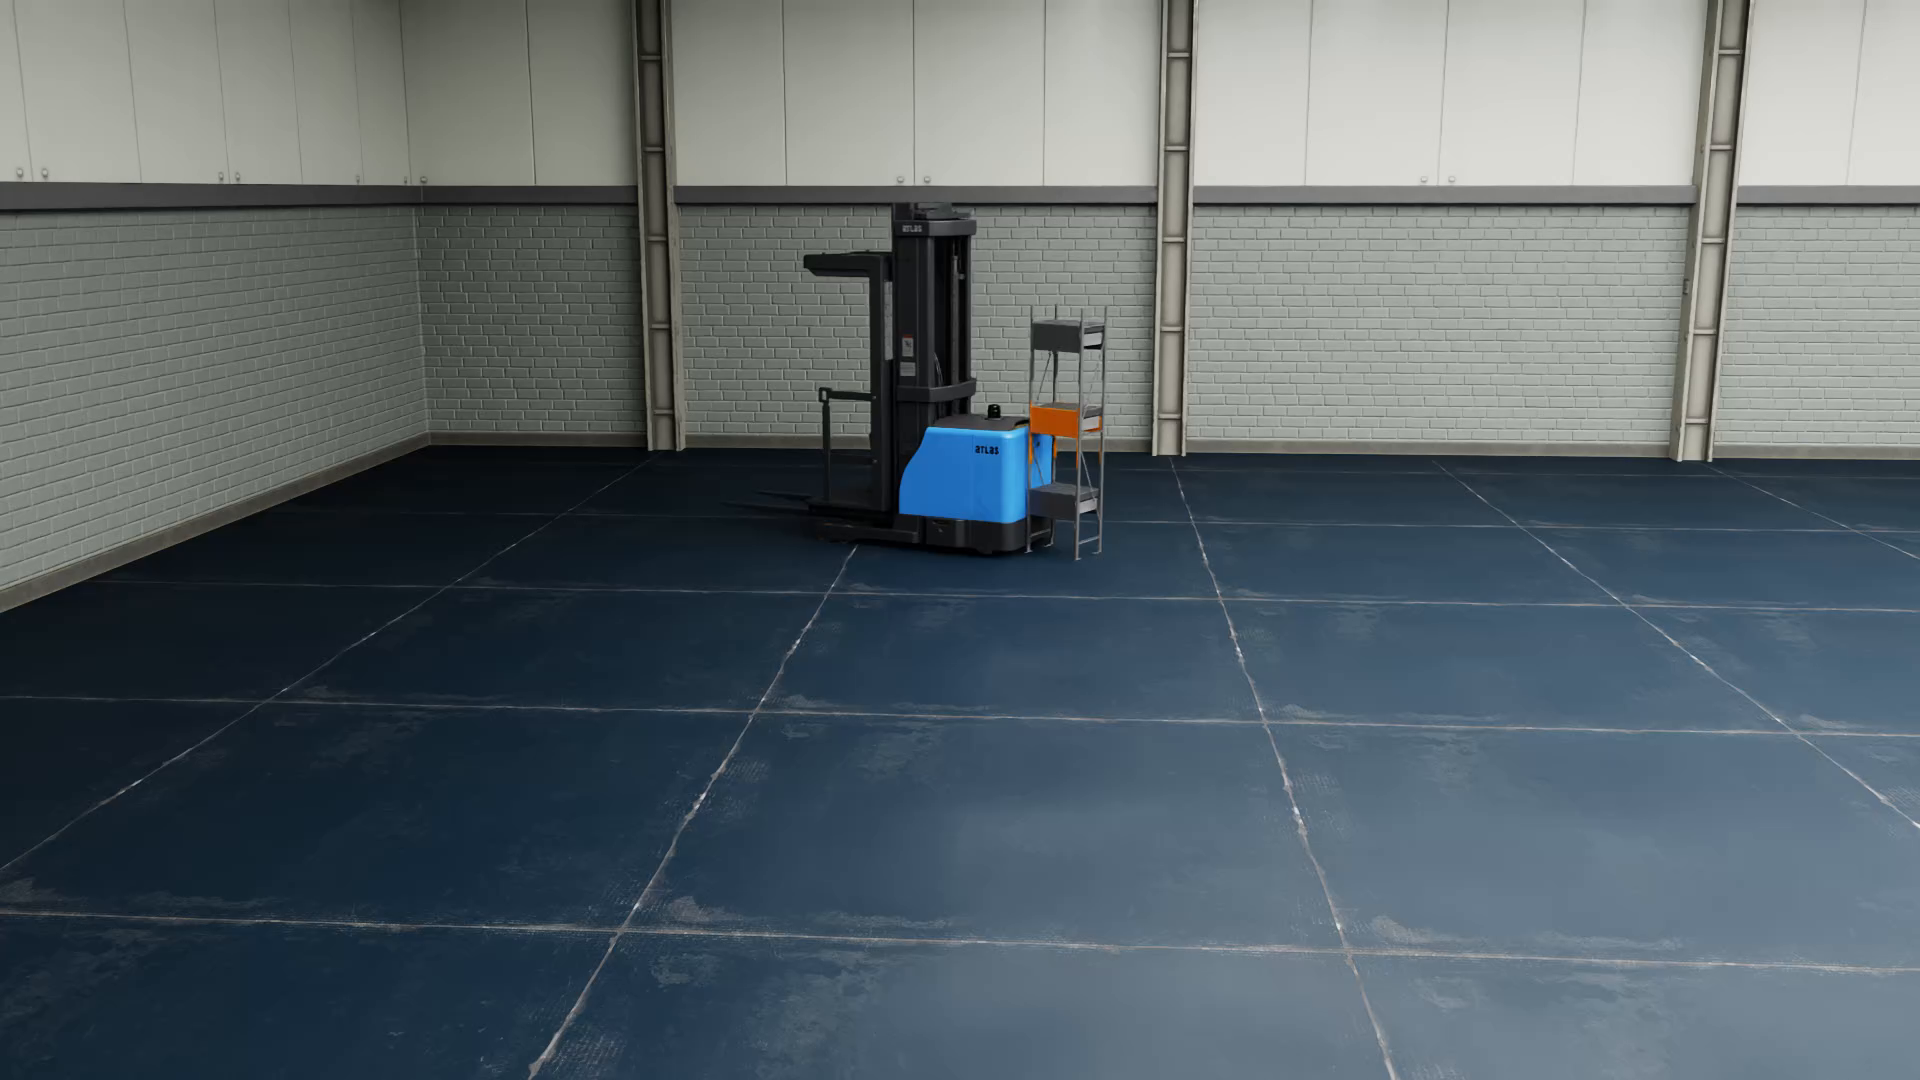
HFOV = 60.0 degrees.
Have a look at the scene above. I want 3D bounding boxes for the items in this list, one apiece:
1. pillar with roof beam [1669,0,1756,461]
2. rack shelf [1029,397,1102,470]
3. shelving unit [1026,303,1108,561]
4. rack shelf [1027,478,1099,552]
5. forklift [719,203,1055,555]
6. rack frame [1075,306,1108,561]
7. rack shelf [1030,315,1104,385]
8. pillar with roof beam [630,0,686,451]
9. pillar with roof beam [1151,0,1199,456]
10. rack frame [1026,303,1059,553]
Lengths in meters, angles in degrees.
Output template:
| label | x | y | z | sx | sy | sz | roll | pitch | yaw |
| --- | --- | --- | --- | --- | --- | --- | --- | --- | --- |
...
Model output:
| label | x | y | z | sx | sy | sz | roll | pitch | yaw |
| --- | --- | --- | --- | --- | --- | --- | --- | --- | --- |
| pillar with roof beam | 8.157 | -4.460 | 14.111 | 0.400 | 9.000 | 9.100 | 1 | 12 | 4 |
| rack shelf | 0.898 | -0.902 | 14.001 | 0.480 | 0.518 | 0.431 | 9 | 15 | 35 |
| shelving unit | 0.898 | -0.915 | 13.998 | 0.503 | 2.100 | 0.431 | 9 | 15 | 35 |
| rack shelf | 0.891 | -0.218 | 14.150 | 0.480 | 0.518 | 0.431 | 9 | 15 | 35 |
| forklift | -0.716 | -1.493 | 14.747 | 3.031 | 2.935 | 1.130 | 6 | 13 | 25 |
| rack frame | 1.095 | -0.883 | 13.858 | 0.015 | 2.100 | 0.400 | 9 | 15 | 35 |
| rack shelf | 0.904 | -1.586 | 13.852 | 0.480 | 0.518 | 0.431 | 9 | 15 | 35 |
| pillar with roof beam | -3.816 | -4.624 | 14.896 | 0.400 | 9.000 | 9.100 | 1 | 12 | 4 |
| pillar with roof beam | 2.170 | -4.542 | 14.504 | 0.400 | 9.000 | 9.100 | 1 | 12 | 4 |
| rack frame | 0.701 | -0.948 | 14.138 | 0.015 | 2.100 | 0.400 | 9 | 15 | 35 |
